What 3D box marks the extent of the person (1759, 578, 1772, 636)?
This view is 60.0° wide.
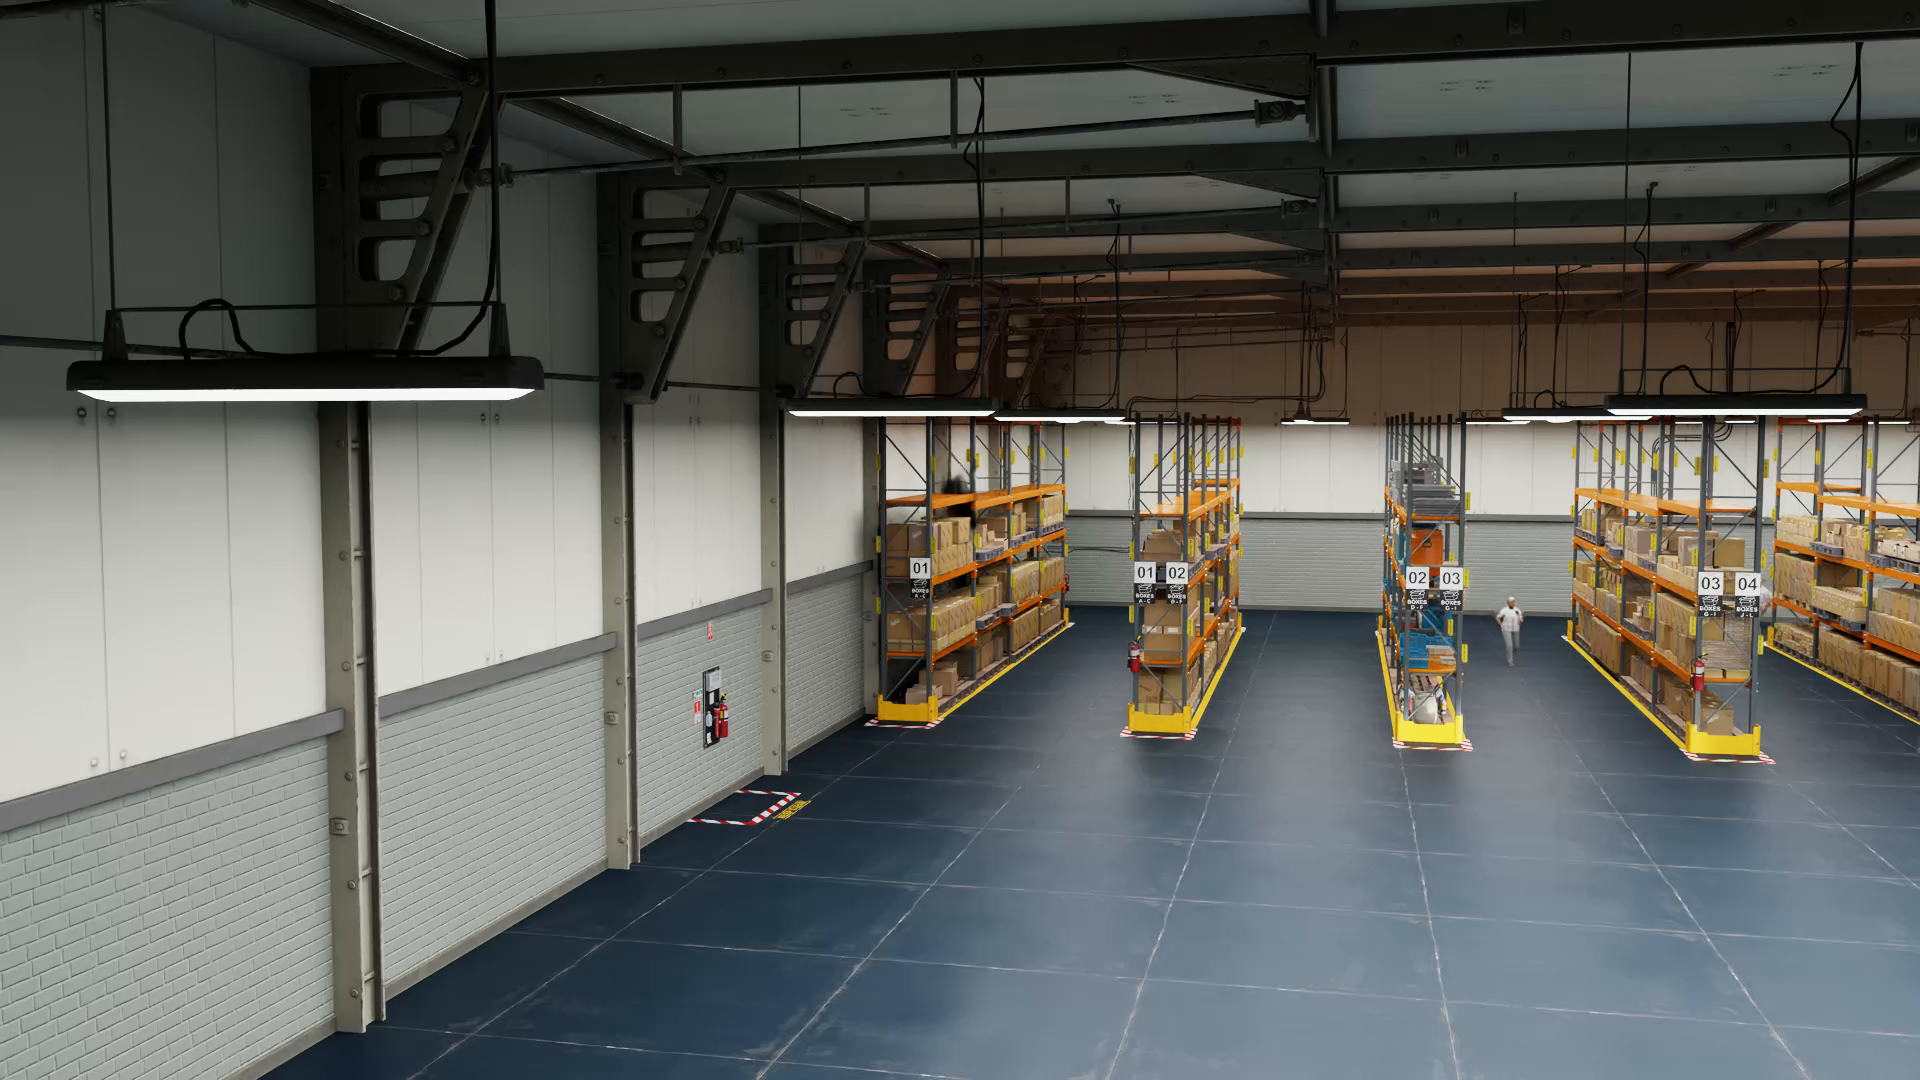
[{"bbox_3d":[21.394,1.846,44.638,0.609,1.740,0.722,0,4,-2],"label":"person"}]

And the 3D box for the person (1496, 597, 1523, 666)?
[{"bbox_3d":[13.267,2.195,40.092,0.620,1.632,0.784,0,4,0],"label":"person"}]
